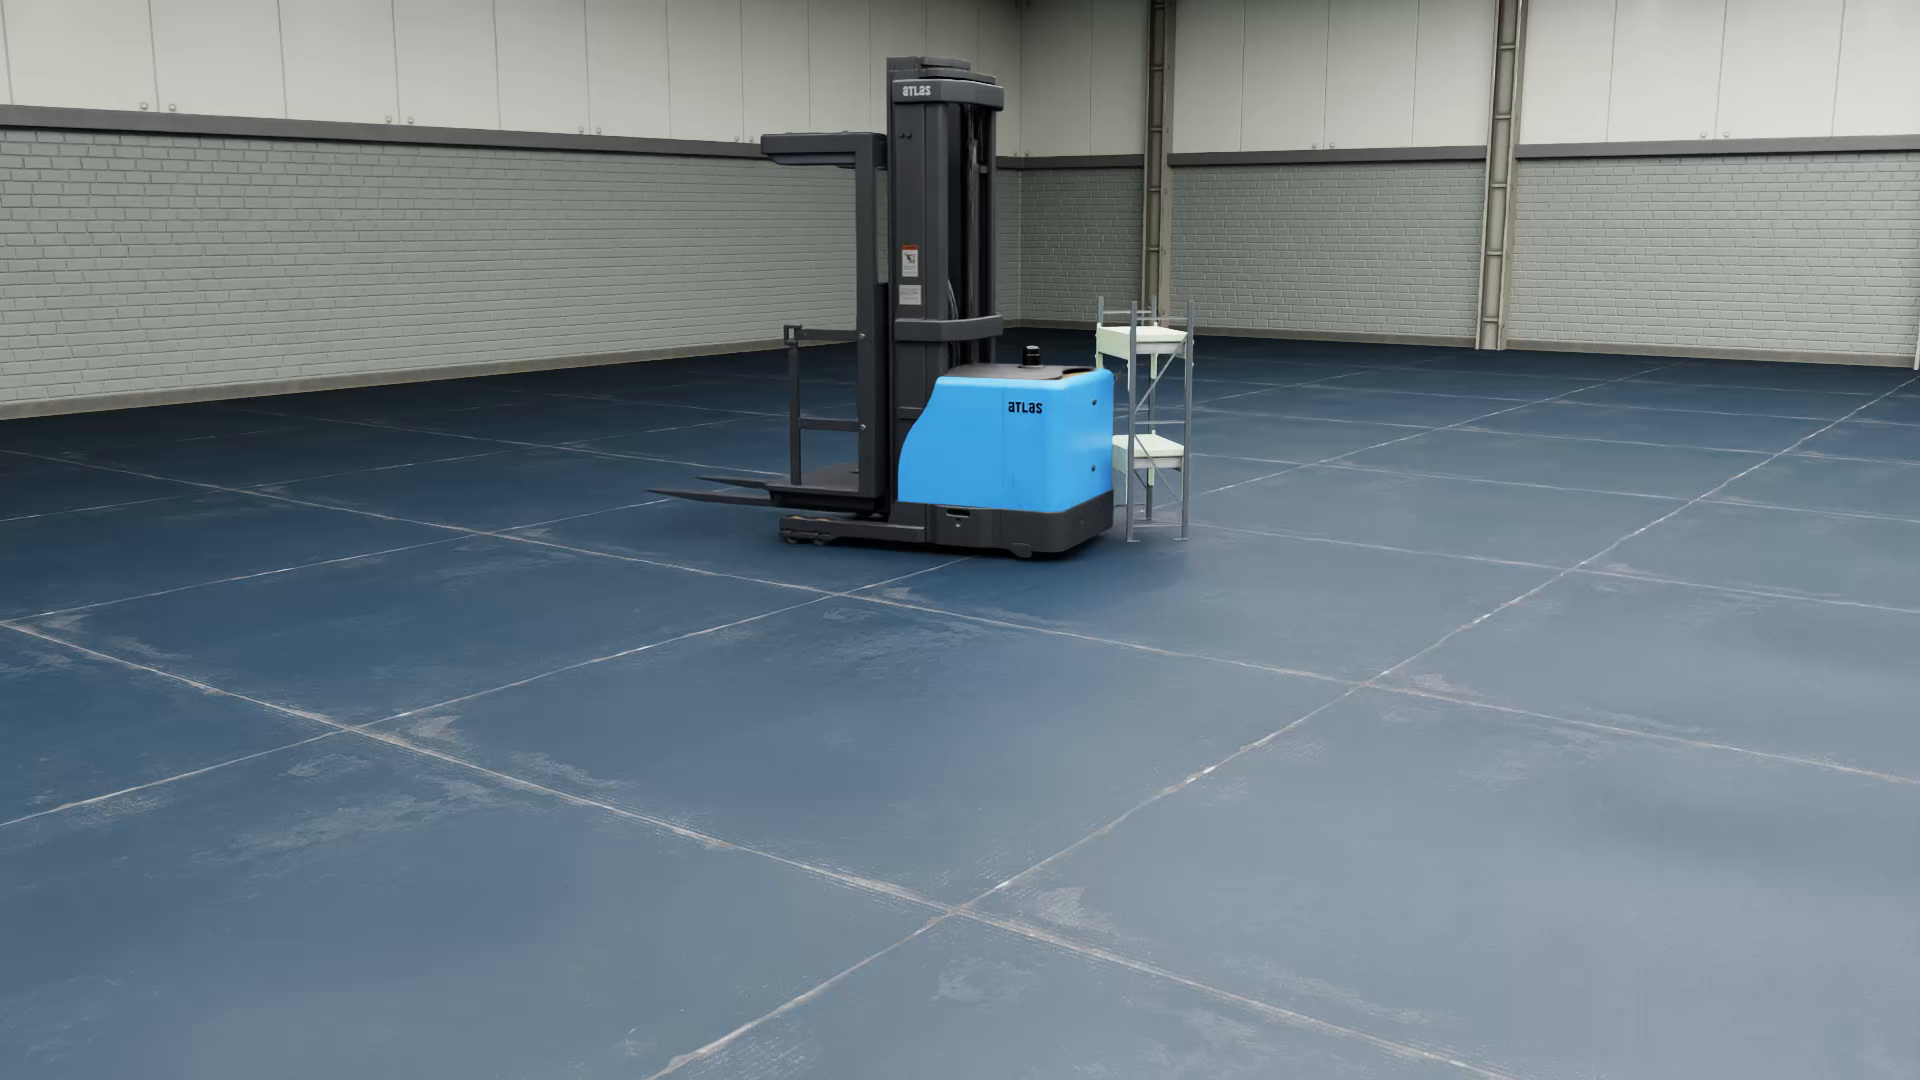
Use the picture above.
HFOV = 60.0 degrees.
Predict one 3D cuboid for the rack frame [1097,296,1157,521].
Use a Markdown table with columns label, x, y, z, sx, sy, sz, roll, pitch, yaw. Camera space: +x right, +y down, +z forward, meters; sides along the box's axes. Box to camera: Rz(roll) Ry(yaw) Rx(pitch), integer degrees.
| label | x | y | z | sx | sy | sz | roll | pitch | yaw |
| --- | --- | --- | --- | --- | --- | --- | --- | --- | --- |
| rack frame | 1.097 | -0.865 | 11.054 | 0.400 | 1.500 | 0.023 | -2 | 11 | -11 |

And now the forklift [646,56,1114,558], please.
| label | x | y | z | sx | sy | sz | roll | pitch | yaw |
| --- | --- | --- | --- | --- | --- | --- | --- | --- | --- |
| forklift | -0.582 | -1.495 | 10.542 | 3.031 | 2.935 | 1.130 | 5 | 12 | 24 |

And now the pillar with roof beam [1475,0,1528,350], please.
| label | x | y | z | sx | sy | sz | roll | pitch | yaw |
| --- | --- | --- | --- | --- | --- | --- | --- | --- | --- |
| pillar with roof beam | 5.730 | -6.738 | 21.666 | 0.400 | 9.000 | 9.100 | 8 | 13 | 36 |

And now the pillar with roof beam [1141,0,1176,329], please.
| label | x | y | z | sx | sy | sz | roll | pitch | yaw |
| --- | --- | --- | --- | --- | --- | --- | --- | --- | --- |
| pillar with roof beam | 0.894 | -7.412 | 25.153 | 0.400 | 9.000 | 9.100 | 8 | 13 | 36 |

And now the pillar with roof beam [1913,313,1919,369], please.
| label | x | y | z | sx | sy | sz | roll | pitch | yaw |
| --- | --- | --- | --- | --- | --- | --- | --- | --- | --- |
| pillar with roof beam | 10.566 | -6.063 | 18.179 | 0.400 | 9.000 | 9.100 | 8 | 13 | 36 |

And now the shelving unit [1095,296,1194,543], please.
| label | x | y | z | sx | sy | sz | roll | pitch | yaw |
| --- | --- | --- | --- | --- | --- | --- | --- | --- | --- |
| shelving unit | 1.170 | -0.797 | 10.702 | 0.431 | 1.500 | 0.755 | -2 | 11 | -11 |

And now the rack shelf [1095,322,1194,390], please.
| label | x | y | z | sx | sy | sz | roll | pitch | yaw |
| --- | --- | --- | --- | --- | --- | --- | --- | --- | --- |
| rack shelf | 1.170 | -1.180 | 10.628 | 0.431 | 0.370 | 0.720 | -2 | 11 | -11 |

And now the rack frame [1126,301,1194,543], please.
| label | x | y | z | sx | sy | sz | roll | pitch | yaw |
| --- | --- | --- | --- | --- | --- | --- | --- | --- | --- |
| rack frame | 1.243 | -0.729 | 10.350 | 0.400 | 1.500 | 0.023 | -2 | 11 | -11 |

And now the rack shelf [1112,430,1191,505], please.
| label | x | y | z | sx | sy | sz | roll | pitch | yaw |
| --- | --- | --- | --- | --- | --- | --- | --- | --- | --- |
| rack shelf | 1.170 | -0.477 | 10.764 | 0.431 | 0.370 | 0.720 | -2 | 11 | -11 |
